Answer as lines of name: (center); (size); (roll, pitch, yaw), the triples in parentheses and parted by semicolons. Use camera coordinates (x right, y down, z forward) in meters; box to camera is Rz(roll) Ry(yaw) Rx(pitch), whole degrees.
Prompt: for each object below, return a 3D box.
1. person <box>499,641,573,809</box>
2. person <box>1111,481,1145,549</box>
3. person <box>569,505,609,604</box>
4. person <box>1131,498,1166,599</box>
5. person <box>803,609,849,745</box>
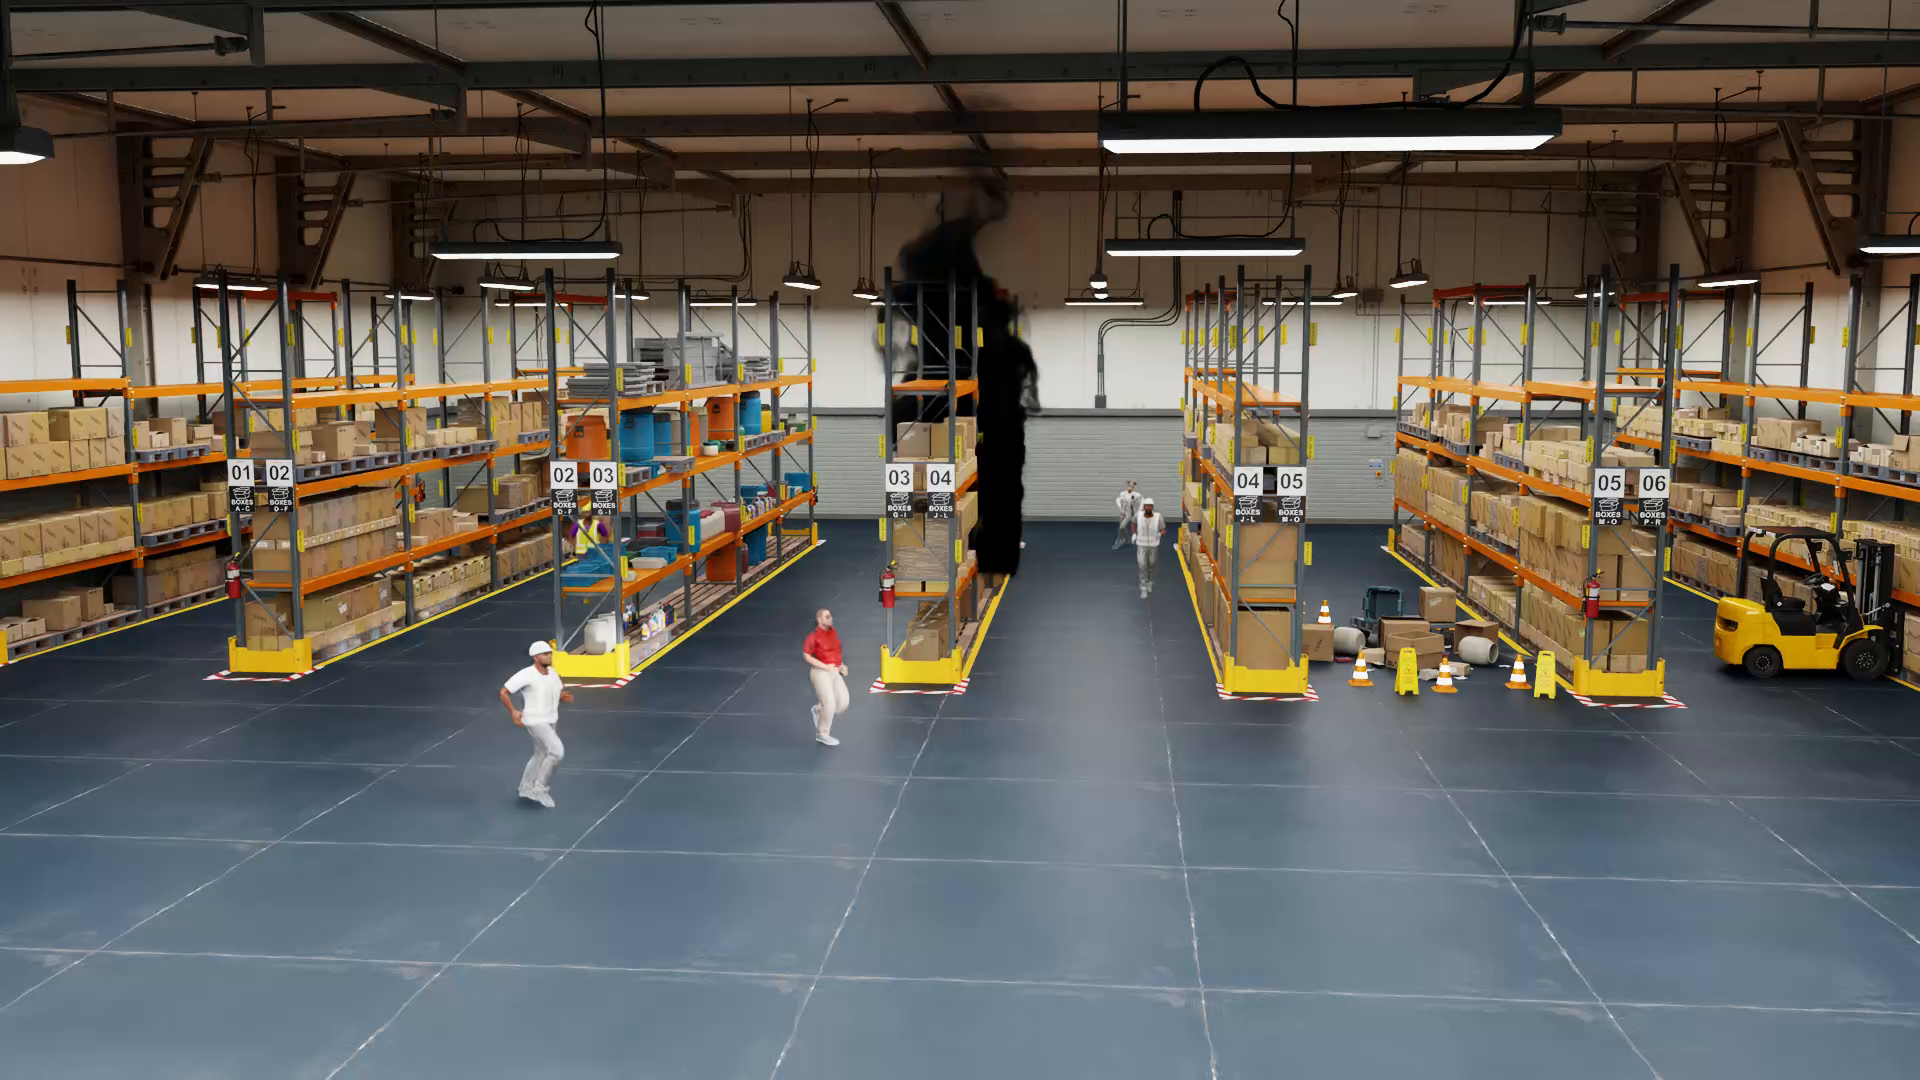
person: (-4.468, 1.970, 17.837); (0.692, 1.785, 0.685); (2, 7, 17)
person: (4.024, -0.604, 39.692); (0.738, 1.664, 0.735); (5, 9, 37)
person: (-6.620, 0.246, 29.635); (0.697, 1.757, 0.703); (0, 7, -4)
person: (3.454, 0.123, 30.483); (0.625, 1.811, 0.887); (0, 7, 3)
person: (-1.662, 1.685, 20.591); (0.600, 1.685, 0.665); (4, 8, 32)
